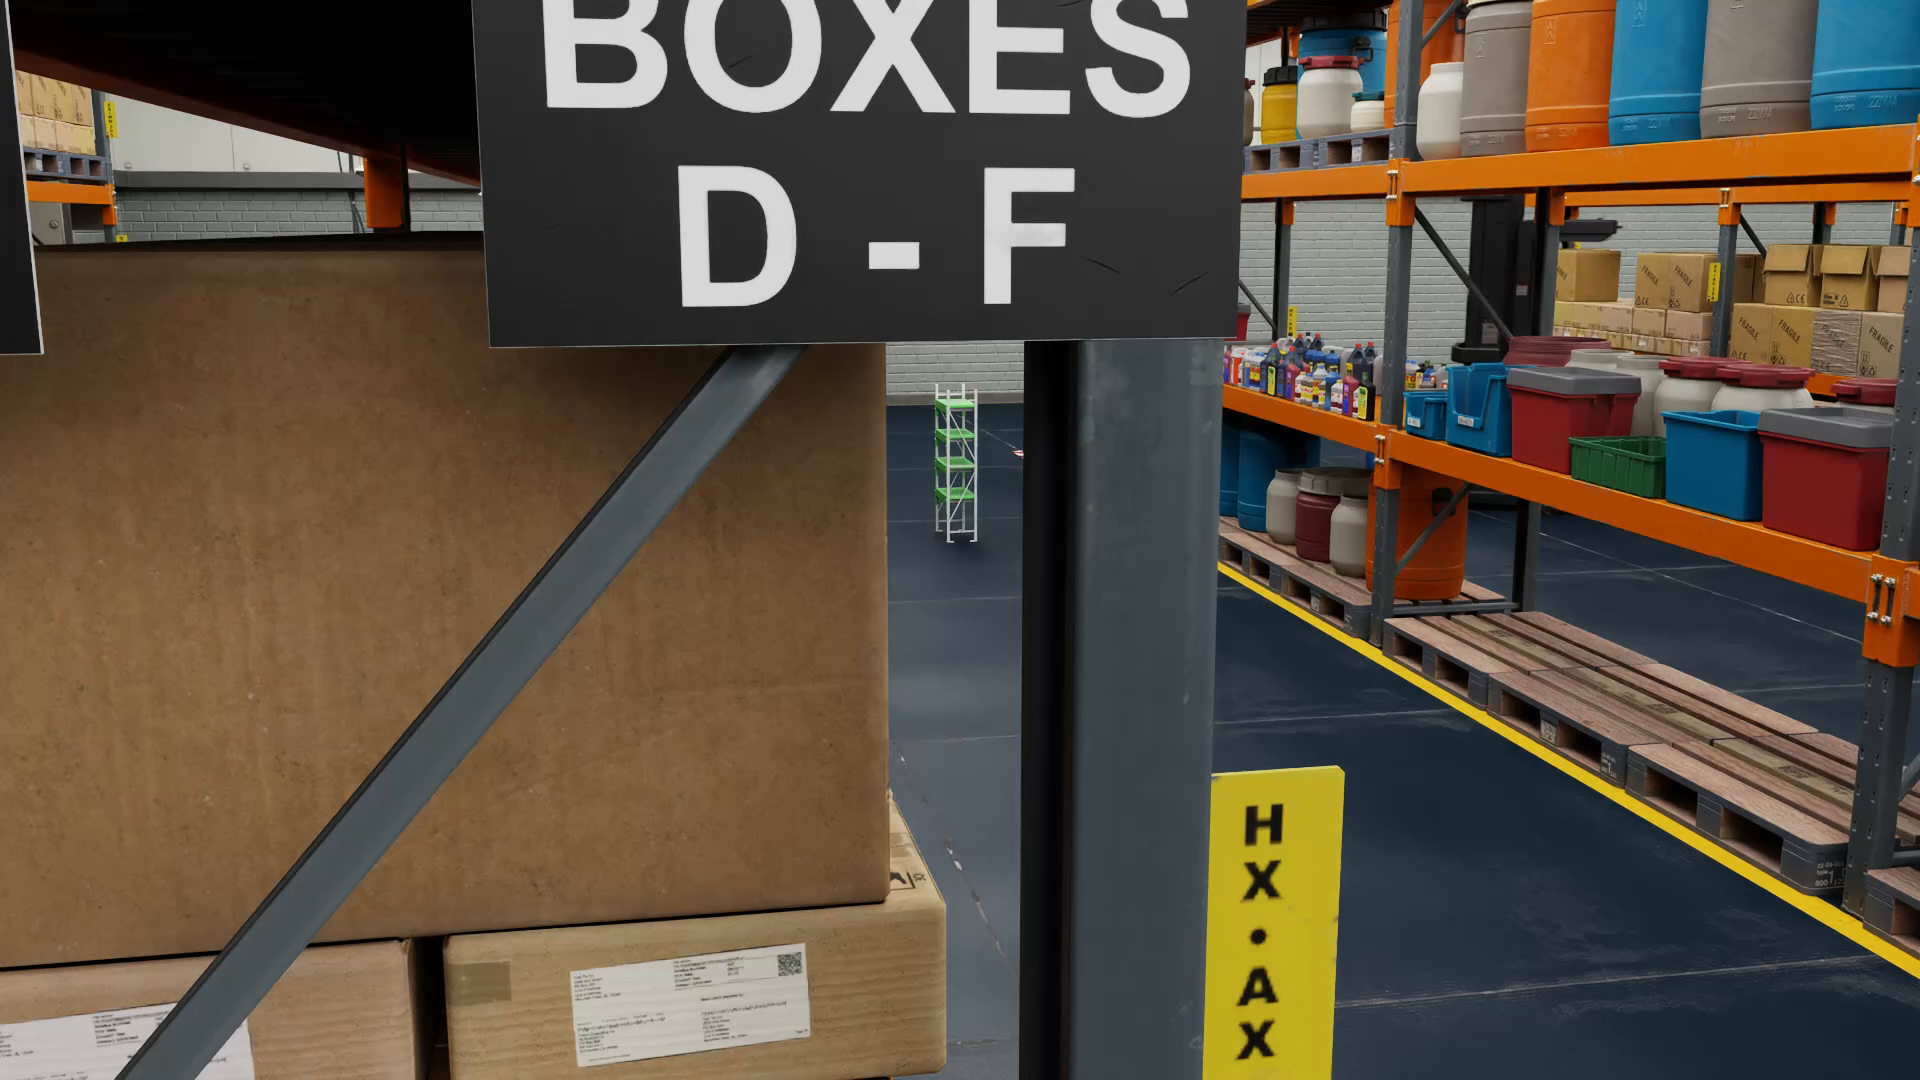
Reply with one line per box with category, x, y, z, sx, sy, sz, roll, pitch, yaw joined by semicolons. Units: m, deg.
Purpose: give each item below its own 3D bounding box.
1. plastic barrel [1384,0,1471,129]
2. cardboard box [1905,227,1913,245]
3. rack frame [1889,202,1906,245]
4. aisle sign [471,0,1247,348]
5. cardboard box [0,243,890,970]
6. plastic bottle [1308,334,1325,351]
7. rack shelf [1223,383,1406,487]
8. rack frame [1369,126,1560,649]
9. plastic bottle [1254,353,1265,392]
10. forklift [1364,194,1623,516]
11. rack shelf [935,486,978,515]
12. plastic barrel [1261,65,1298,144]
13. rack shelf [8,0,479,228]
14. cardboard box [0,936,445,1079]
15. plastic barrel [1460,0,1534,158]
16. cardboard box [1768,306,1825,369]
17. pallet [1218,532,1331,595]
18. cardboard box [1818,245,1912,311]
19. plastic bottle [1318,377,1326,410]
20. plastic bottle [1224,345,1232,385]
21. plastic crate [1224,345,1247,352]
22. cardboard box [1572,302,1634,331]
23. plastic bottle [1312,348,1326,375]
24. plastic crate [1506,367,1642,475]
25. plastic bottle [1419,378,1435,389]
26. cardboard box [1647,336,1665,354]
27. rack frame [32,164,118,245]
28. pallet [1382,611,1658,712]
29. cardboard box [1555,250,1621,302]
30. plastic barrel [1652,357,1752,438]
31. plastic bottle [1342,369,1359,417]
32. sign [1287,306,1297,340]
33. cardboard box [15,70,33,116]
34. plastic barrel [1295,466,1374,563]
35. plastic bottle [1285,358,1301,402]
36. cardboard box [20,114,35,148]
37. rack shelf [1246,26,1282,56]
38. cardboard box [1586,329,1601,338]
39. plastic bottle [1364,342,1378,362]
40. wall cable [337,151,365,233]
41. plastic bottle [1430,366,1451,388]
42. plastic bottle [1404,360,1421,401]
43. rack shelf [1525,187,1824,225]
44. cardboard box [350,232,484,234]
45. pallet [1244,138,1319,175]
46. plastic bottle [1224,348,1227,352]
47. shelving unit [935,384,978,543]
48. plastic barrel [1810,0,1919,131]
plastic barrel;2.840;-2.856;9.884;0.600;0.830;0.708;-2;11;-11
cardboard box;10.962;-3.264;18.588;0.500;0.500;0.500;-2;11;-11
rack frame;11.135;-2.670;19.202;1.000;3.000;0.127;-2;11;-11
aisle sign;-0.042;-0.490;0.797;0.394;0.787;0.004;-2;11;-11
cardboard box;-0.444;0.004;1.418;0.700;0.500;0.500;-2;11;-11
plastic bottle;2.706;-1.380;12.554;0.144;0.351;0.185;-2;11;-11
rack shelf;2.559;-0.874;11.691;1.077;0.370;4.000;-2;11;-11
rack frame;2.948;-0.861;9.697;1.000;3.000;0.127;-2;11;-11
plastic bottle;2.126;-1.180;11.718;0.097;0.271;0.097;0;11;0
forklift;5.199;-1.754;14.572;3.031;2.935;1.130;4;12;22
rack shelf;-0.032;-0.321;13.301;0.258;0.148;0.480;-2;11;-11
plastic barrel;2.546;-3.207;12.373;0.600;0.588;0.600;0;11;0
rack shelf;-0.745;-0.701;2.759;1.077;0.370;4.000;-2;11;-11
cardboard box;-0.617;0.355;1.307;0.380;0.149;0.250;-2;11;-12
plastic barrel;2.895;-2.422;8.537;0.600;0.901;0.600;0;11;0
cardboard box;6.971;-1.638;13.513;0.500;0.500;0.500;-2;11;-11
pallet;2.520;0.143;11.882;1.003;0.211;1.213;-2;11;-11
cardboard box;7.283;-2.073;13.117;0.797;0.503;0.637;-2;11;-10
plastic bottle;2.344;-0.940;10.642;0.097;0.201;0.097;0;11;0
plastic bottle;1.995;-1.291;12.271;0.061;0.283;0.133;-2;11;-11
plastic crate;2.220;-1.585;14.046;0.396;0.136;0.243;-2;11;-11
cardboard box;6.387;-2.200;16.338;0.500;0.250;0.500;-2;11;-12
plastic bottle;2.640;-1.279;12.236;0.097;0.271;0.097;0;11;0
plastic crate;2.962;-0.585;8.075;0.402;0.464;0.583;-2;11;-11
plastic bottle;2.972;-0.931;10.598;0.097;0.201;0.097;0;11;0
cardboard box;6.548;-1.789;15.248;0.380;0.149;0.250;-2;11;-12
rack frame;-8.326;-1.968;15.513;1.000;3.000;0.127;-2;11;-11
pallet;3.060;0.653;9.204;1.003;0.211;1.213;-2;11;-11
cardboard box;6.283;-2.665;16.774;0.500;0.500;0.500;-2;11;-13
plastic barrel;3.528;-0.591;7.917;0.433;0.535;0.433;0;11;0
plastic bottle;2.406;-0.904;10.238;0.061;0.283;0.133;-2;11;-11
sign;2.710;-1.750;13.629;0.100;0.325;0.005;-2;11;-11
cardboard box;-7.619;-3.583;12.983;0.500;0.500;0.500;-2;11;-11
plastic barrel;2.616;-0.179;11.439;0.600;0.588;0.708;-2;11;-11
plastic bottle;2.228;-1.072;11.117;0.061;0.283;0.133;-2;11;-11
cardboard box;-7.616;-3.214;13.046;0.500;0.250;0.500;-2;11;-13
rack shelf;1.781;-4.358;15.022;1.077;0.370;4.000;-2;11;-11
cardboard box;6.349;-1.978;16.236;0.380;0.149;0.250;-2;11;-10
plastic bottle;2.884;-1.211;11.671;0.144;0.351;0.185;-2;11;-11
wall cable;-9.075;-4.440;20.760;3.097;2.526;0.112;-2;11;-11
plastic bottle;3.091;-0.976;10.633;0.152;0.276;0.135;-2;11;-11
plastic bottle;3.024;-1.063;11.101;0.097;0.271;0.097;0;11;0
rack shelf;6.639;-3.261;16.211;1.077;0.370;4.000;-2;11;-11
cardboard box;-0.845;-0.368;3.373;0.700;0.500;0.500;-2;11;-11
pallet;2.642;-2.627;11.459;1.003;0.211;1.213;-2;11;-11
plastic bottle;1.957;-1.368;12.691;0.152;0.276;0.135;-2;11;-11
shelving unit;-0.032;-0.620;13.244;0.258;1.200;0.503;-2;11;-11
plastic barrel;3.414;-1.932;5.963;0.600;0.901;0.708;-2;11;-11
